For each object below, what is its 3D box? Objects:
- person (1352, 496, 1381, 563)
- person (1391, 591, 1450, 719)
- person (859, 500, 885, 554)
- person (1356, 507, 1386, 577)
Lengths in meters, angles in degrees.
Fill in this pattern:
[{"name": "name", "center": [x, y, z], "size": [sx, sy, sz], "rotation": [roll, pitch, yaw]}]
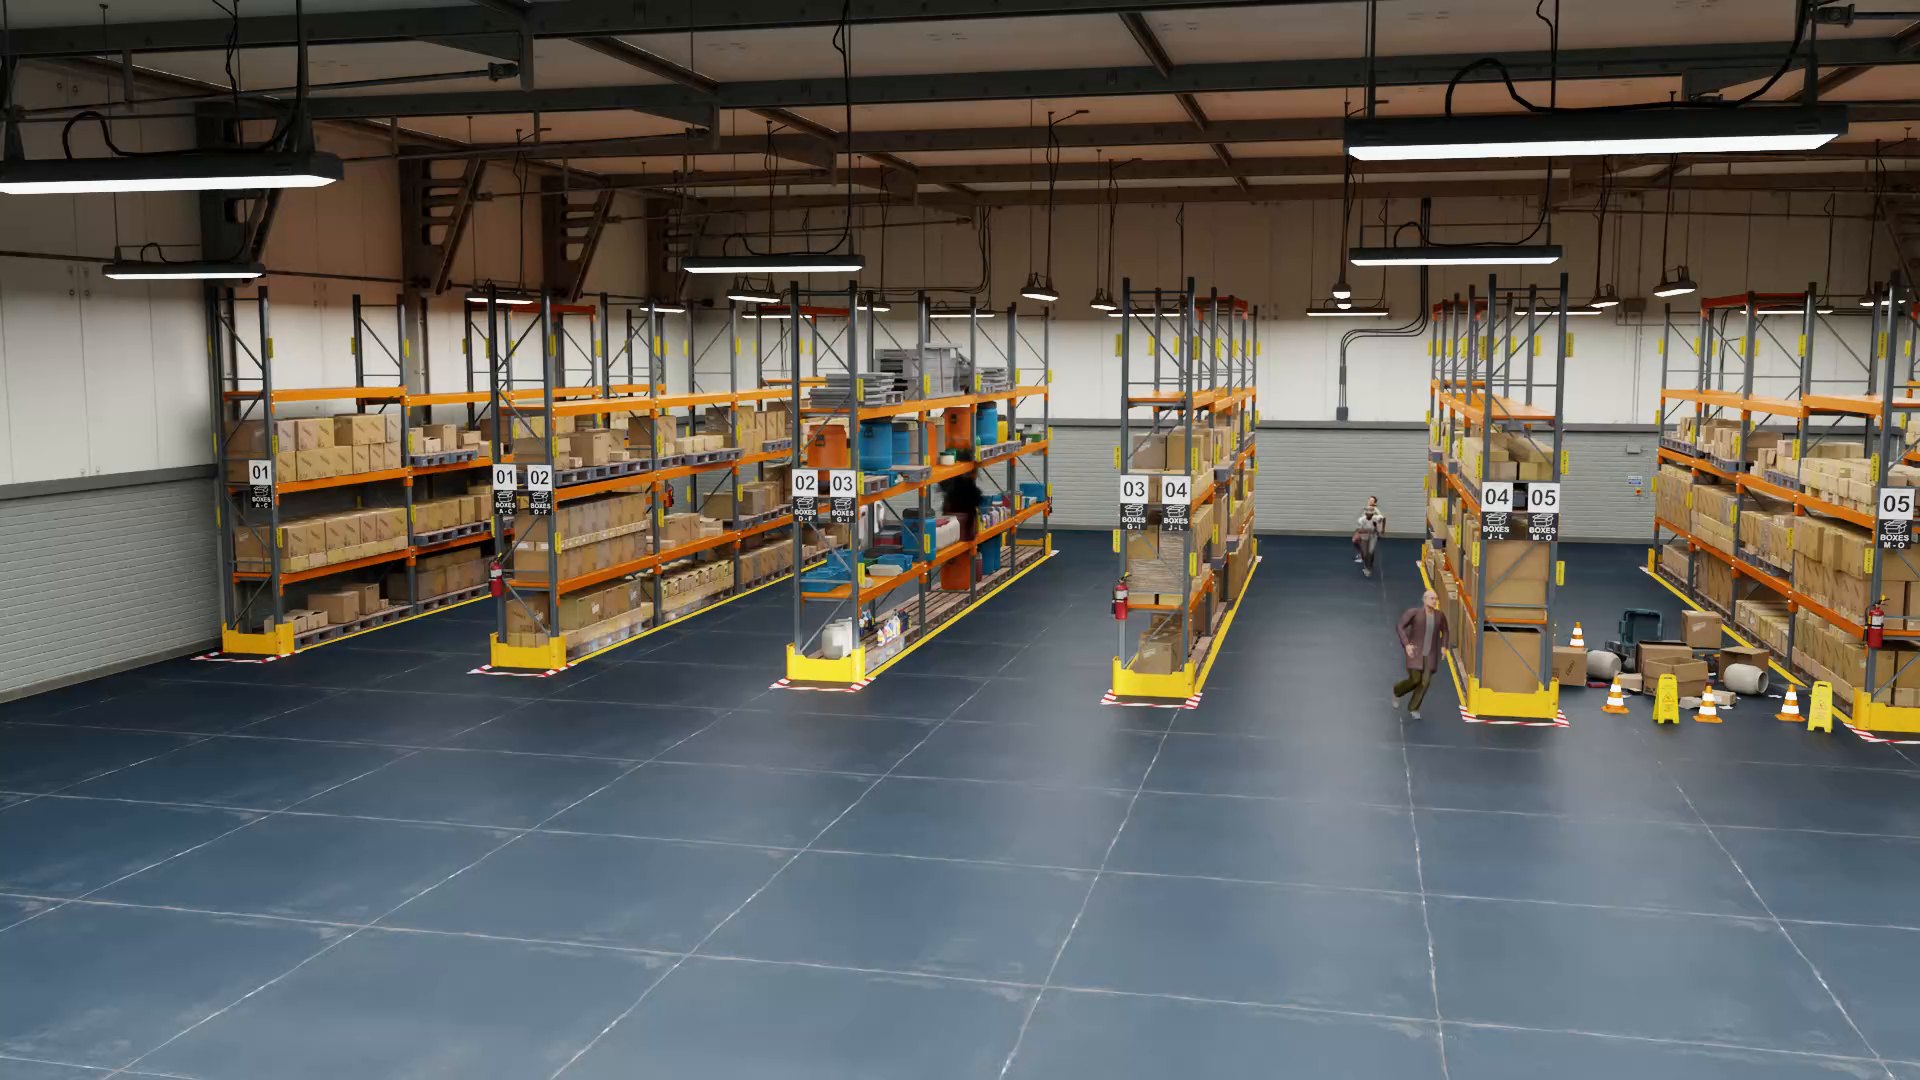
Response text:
[{"name": "person", "center": [9.487, -0.241, 38.800], "size": [0.512, 1.592, 0.653], "rotation": [-5, 8, -36]}, {"name": "person", "center": [6.332, 1.543, 22.727], "size": [0.740, 1.727, 0.657], "rotation": [-1, 7, -11]}, {"name": "person", "center": [-2.019, -0.255, 36.469], "size": [0.673, 1.820, 0.849], "rotation": [1, 7, 5]}, {"name": "person", "center": [9.067, 0.039, 36.720], "size": [0.611, 1.584, 0.960], "rotation": [2, 7, 16]}]
